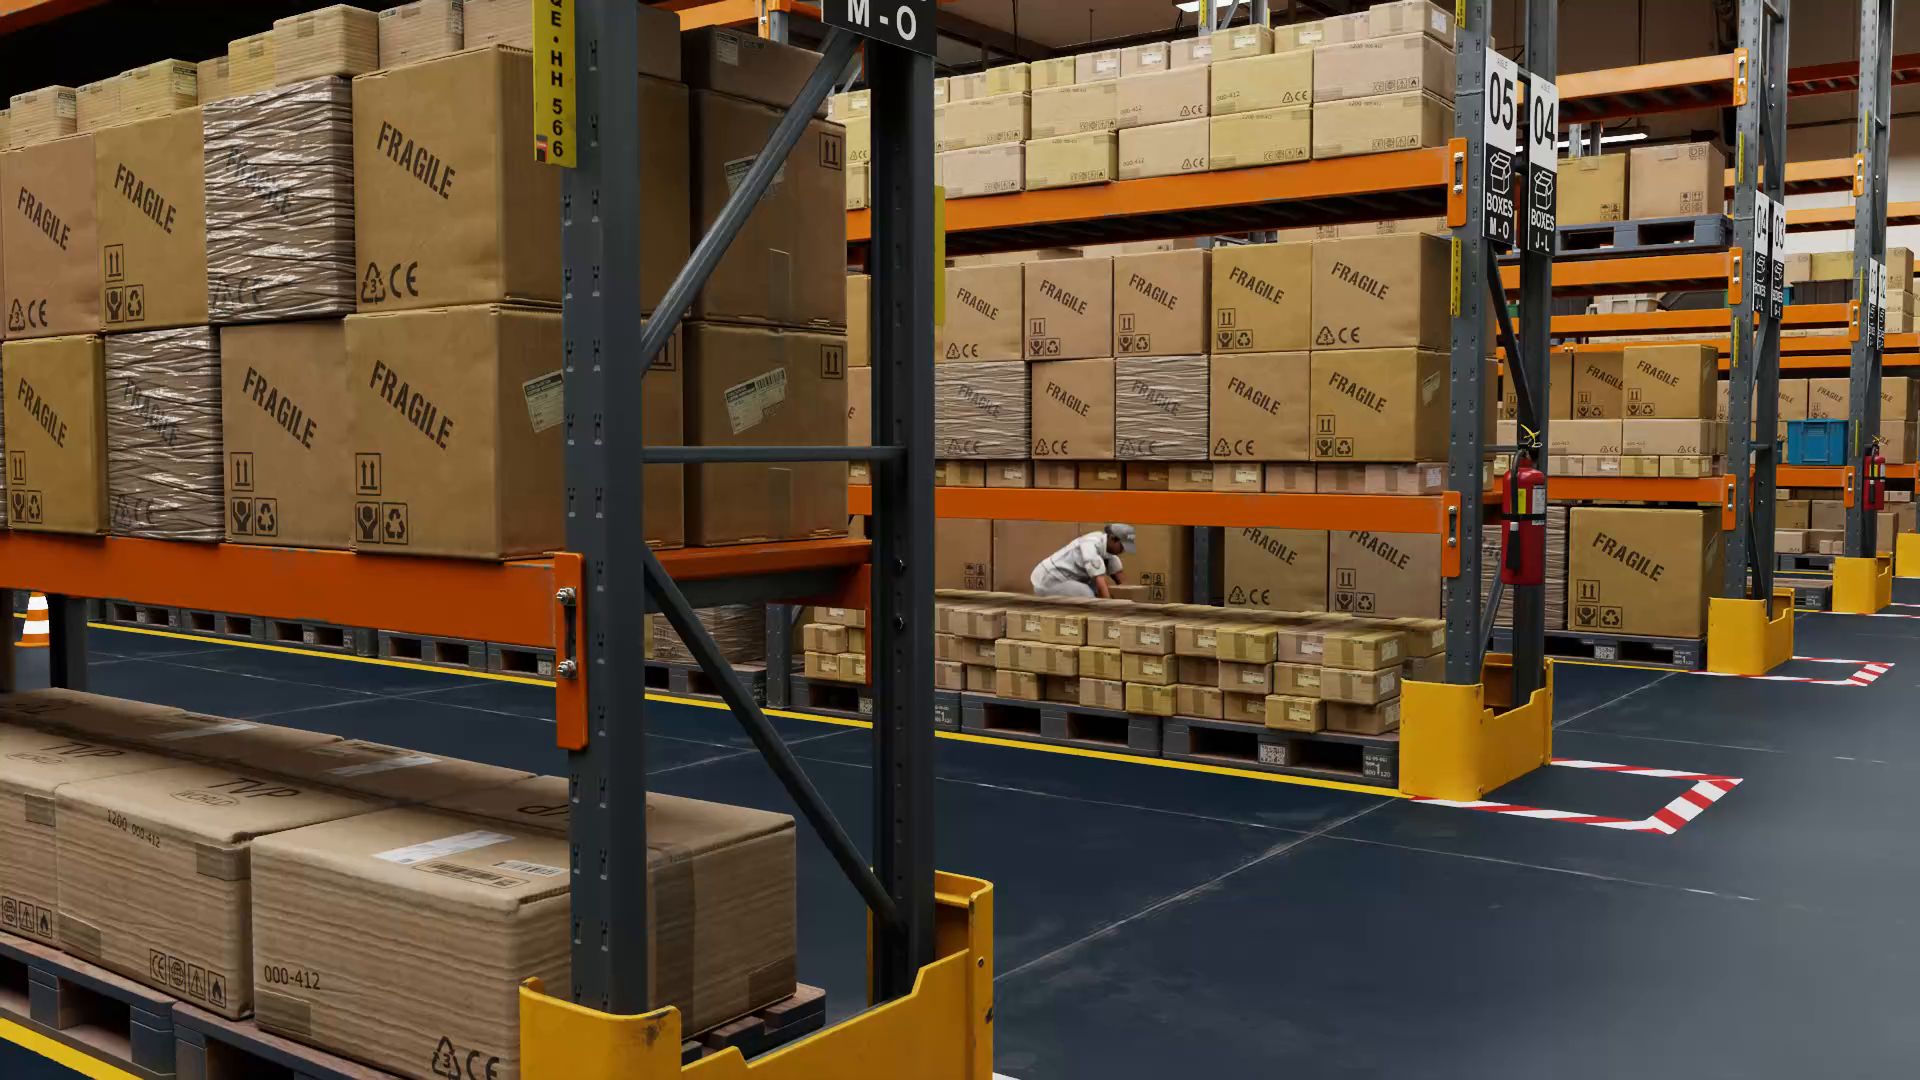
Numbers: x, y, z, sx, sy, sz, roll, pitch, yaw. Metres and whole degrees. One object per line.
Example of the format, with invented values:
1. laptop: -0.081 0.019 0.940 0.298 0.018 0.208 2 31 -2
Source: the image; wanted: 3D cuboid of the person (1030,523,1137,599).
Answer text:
1. person: 0.984 0.328 12.806 0.875 0.950 0.505 2 4 33
